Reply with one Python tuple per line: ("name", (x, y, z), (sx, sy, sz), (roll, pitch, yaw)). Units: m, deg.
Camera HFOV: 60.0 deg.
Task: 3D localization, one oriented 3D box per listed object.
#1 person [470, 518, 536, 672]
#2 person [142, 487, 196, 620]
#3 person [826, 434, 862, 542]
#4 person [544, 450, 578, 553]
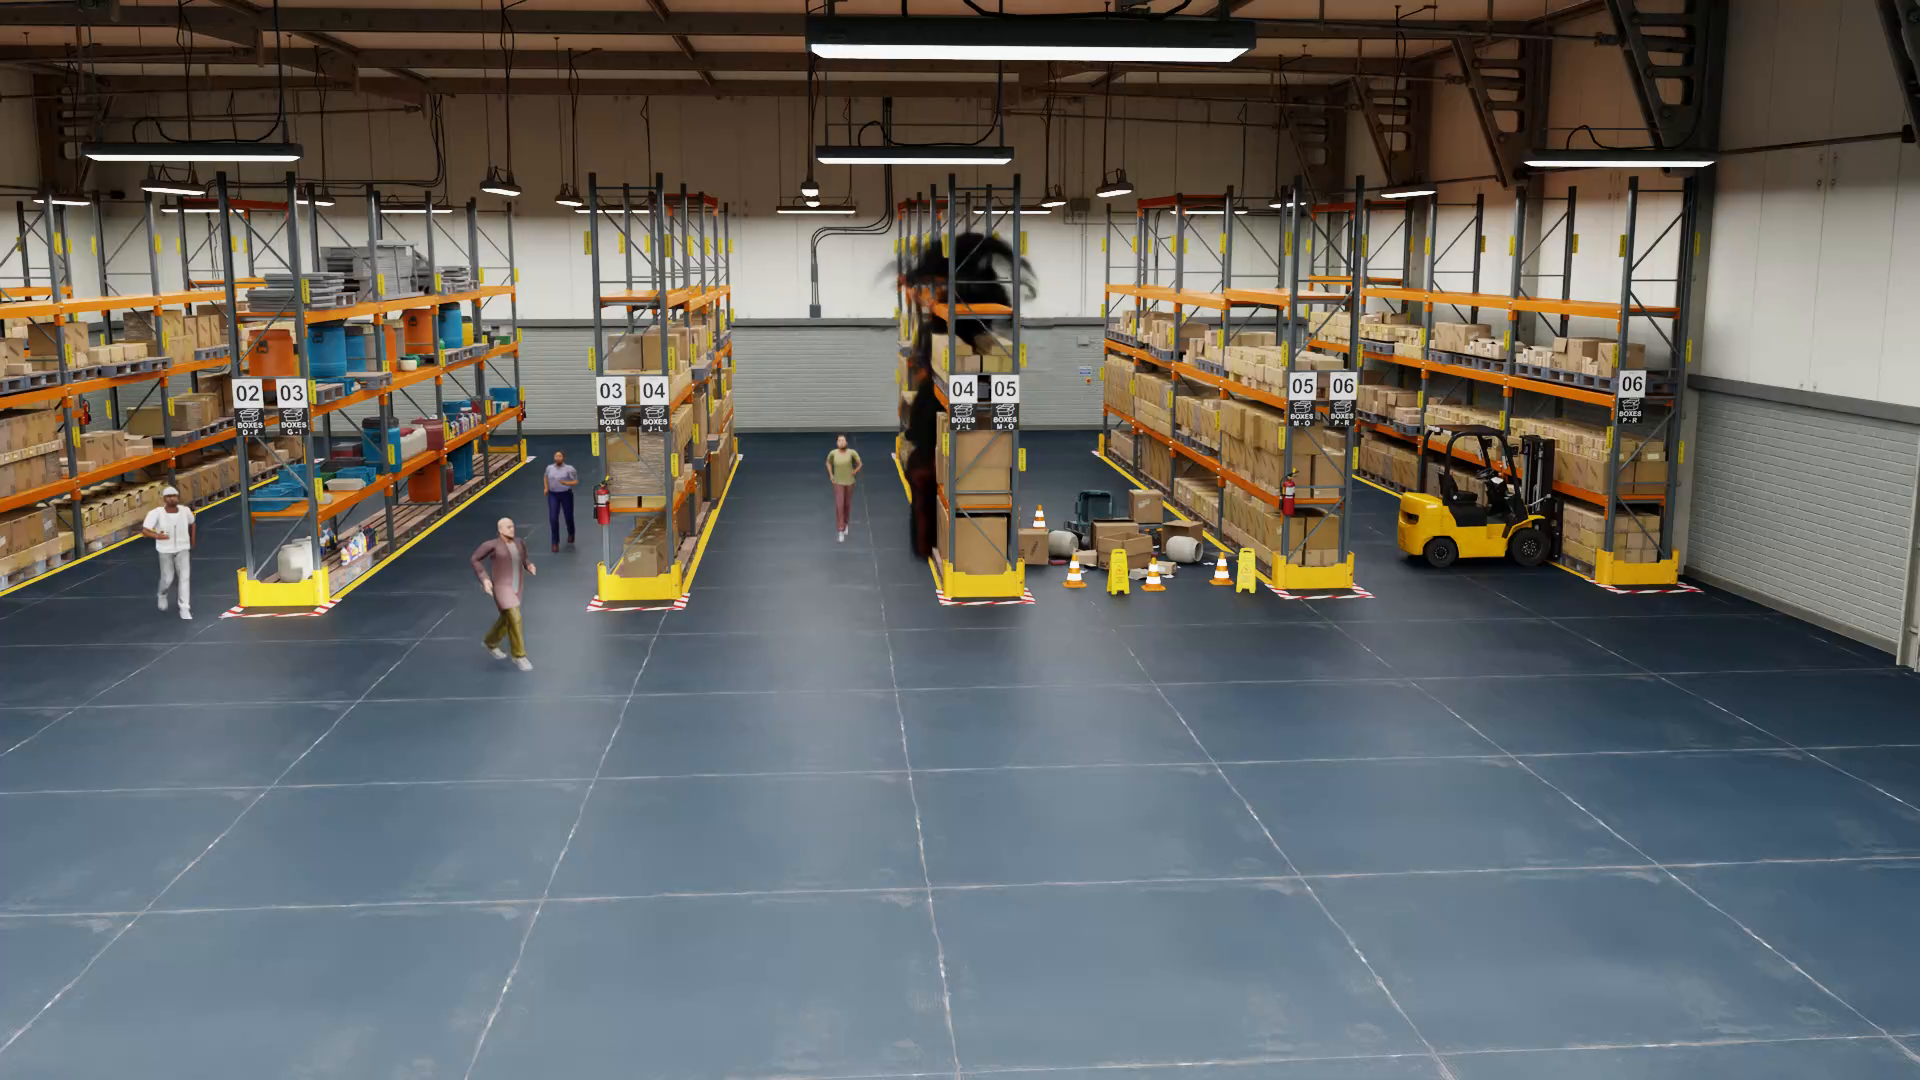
("person", (-5.447, 0.630, 20.017), (0.881, 1.824, 0.694), (5, 11, 27))
("person", (-10.752, 0.160, 22.714), (0.715, 1.785, 0.873), (-8, 13, -37))
("person", (-1.894, -0.882, 27.296), (0.591, 1.738, 0.730), (-1, 10, -5))
("person", (-6.650, -0.674, 27.713), (0.601, 1.635, 0.915), (-1, 10, -5))
